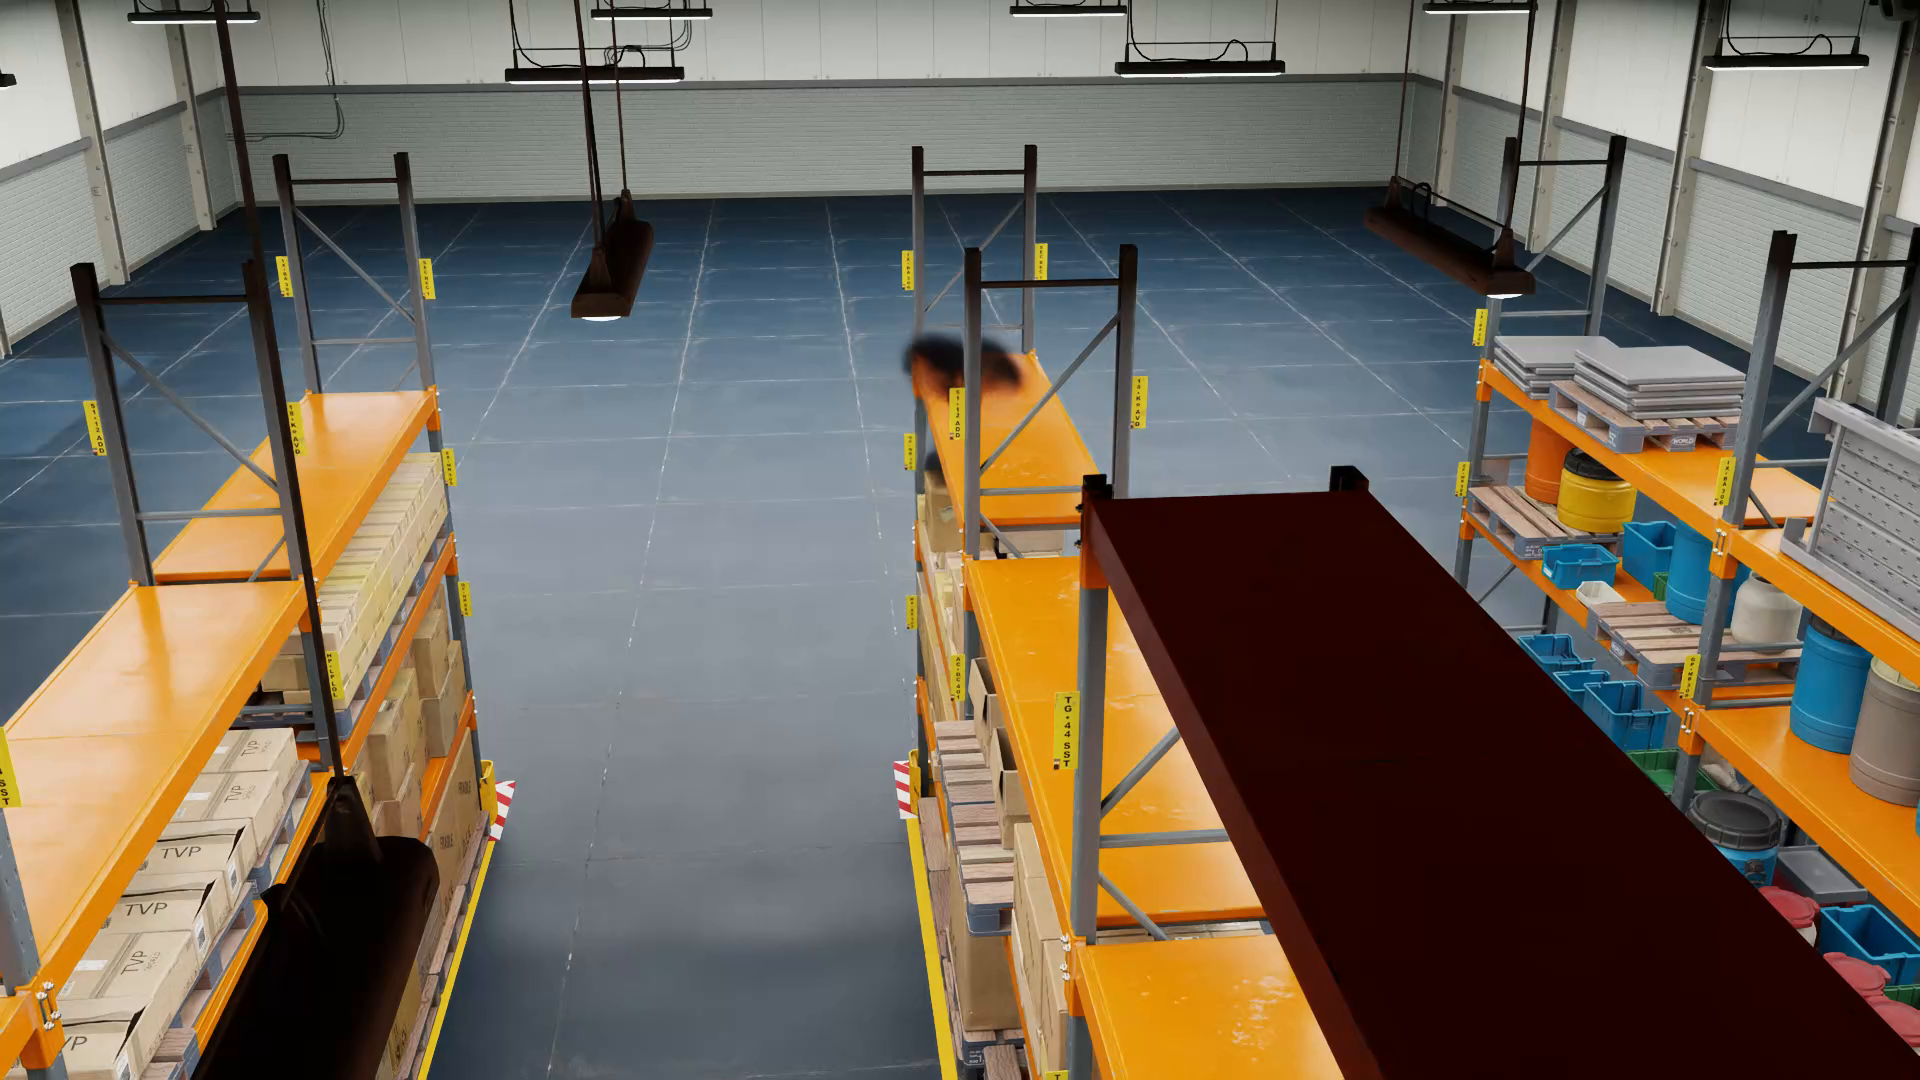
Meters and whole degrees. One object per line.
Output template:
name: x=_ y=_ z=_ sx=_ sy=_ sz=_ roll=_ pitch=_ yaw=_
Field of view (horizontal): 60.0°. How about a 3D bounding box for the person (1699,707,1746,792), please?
person: x=6.989 y=1.692 z=15.185 sx=0.648 sy=1.616 sz=0.783 roll=-16 pitch=26 yaw=-34
